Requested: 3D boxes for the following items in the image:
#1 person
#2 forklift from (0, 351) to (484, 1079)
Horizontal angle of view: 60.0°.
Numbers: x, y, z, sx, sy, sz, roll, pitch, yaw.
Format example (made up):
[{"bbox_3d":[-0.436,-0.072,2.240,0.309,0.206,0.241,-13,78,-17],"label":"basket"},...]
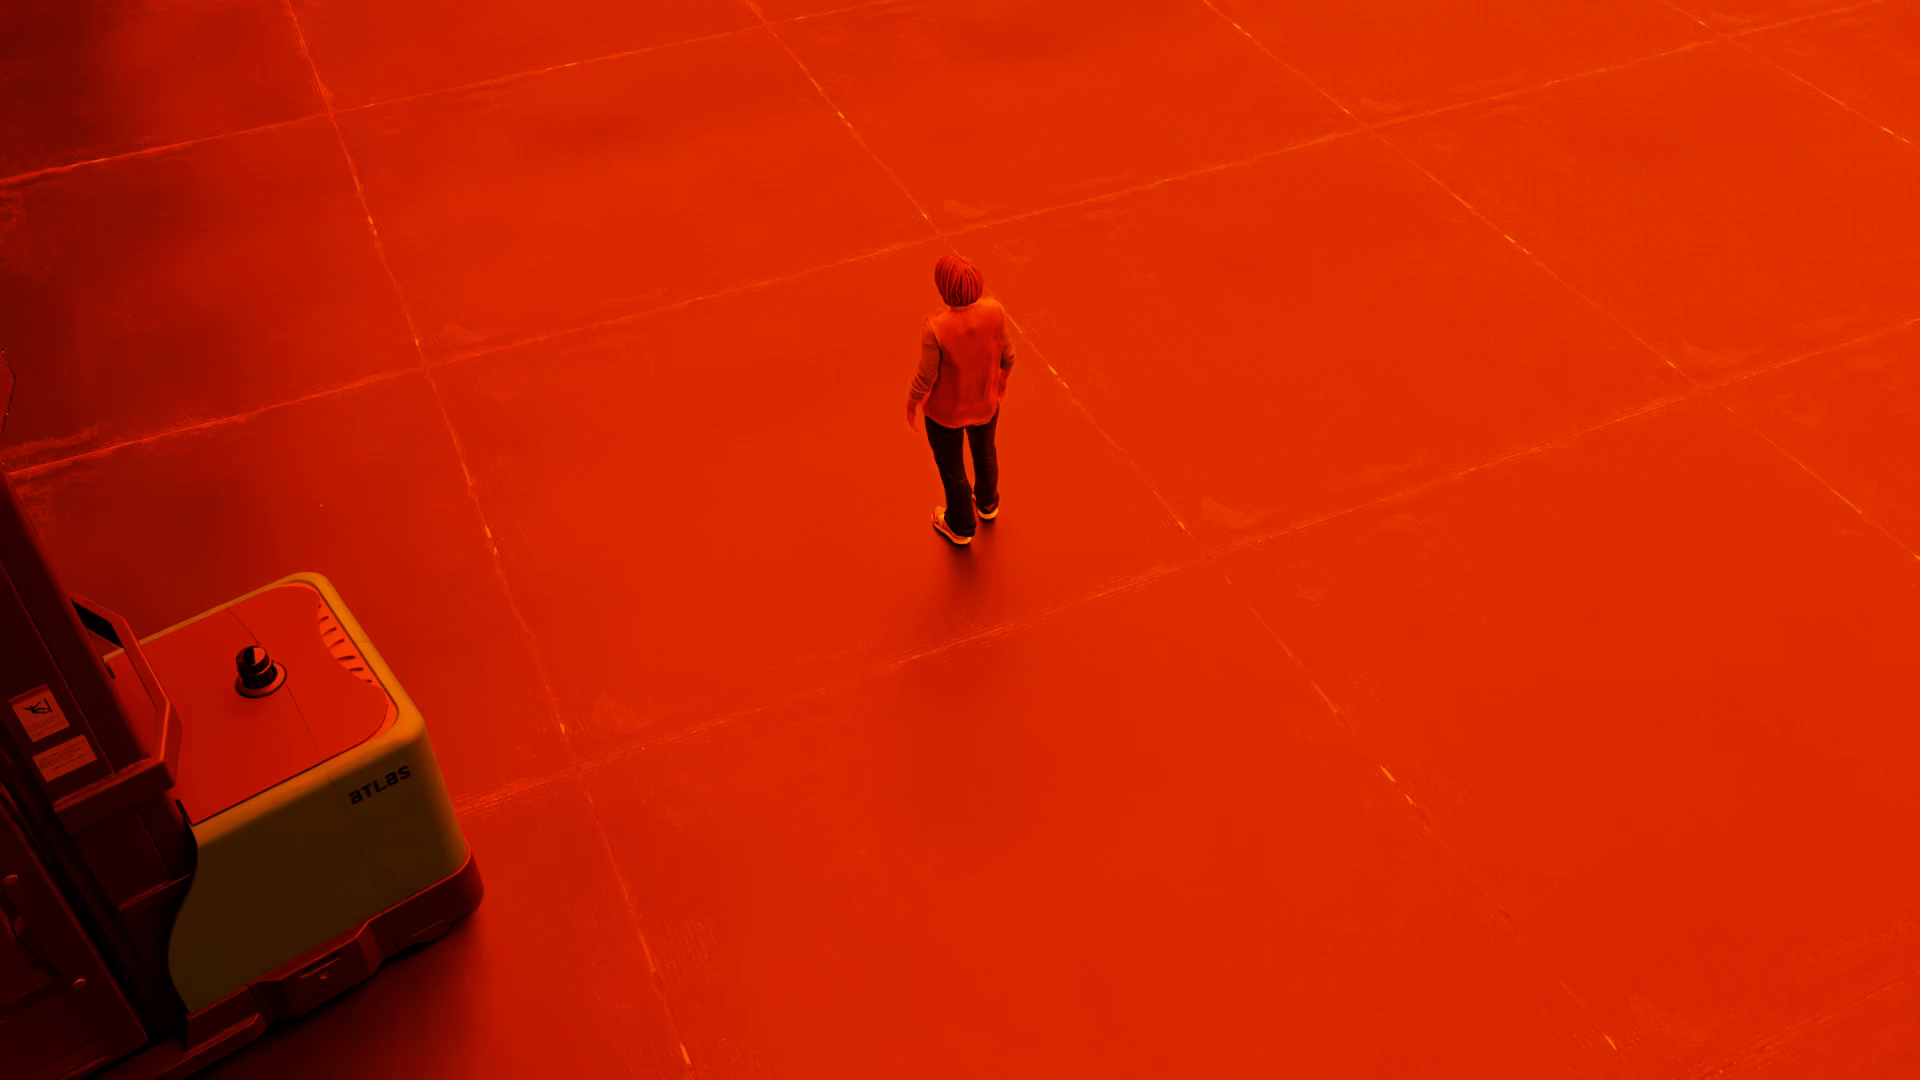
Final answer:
[{"bbox_3d":[-0.018,-0.640,7.332,0.520,1.599,0.473,-18,46,-18],"label":"person"},{"bbox_3d":[-3.283,0.676,4.956,3.031,2.935,1.130,-27,50,-26],"label":"forklift"}]
